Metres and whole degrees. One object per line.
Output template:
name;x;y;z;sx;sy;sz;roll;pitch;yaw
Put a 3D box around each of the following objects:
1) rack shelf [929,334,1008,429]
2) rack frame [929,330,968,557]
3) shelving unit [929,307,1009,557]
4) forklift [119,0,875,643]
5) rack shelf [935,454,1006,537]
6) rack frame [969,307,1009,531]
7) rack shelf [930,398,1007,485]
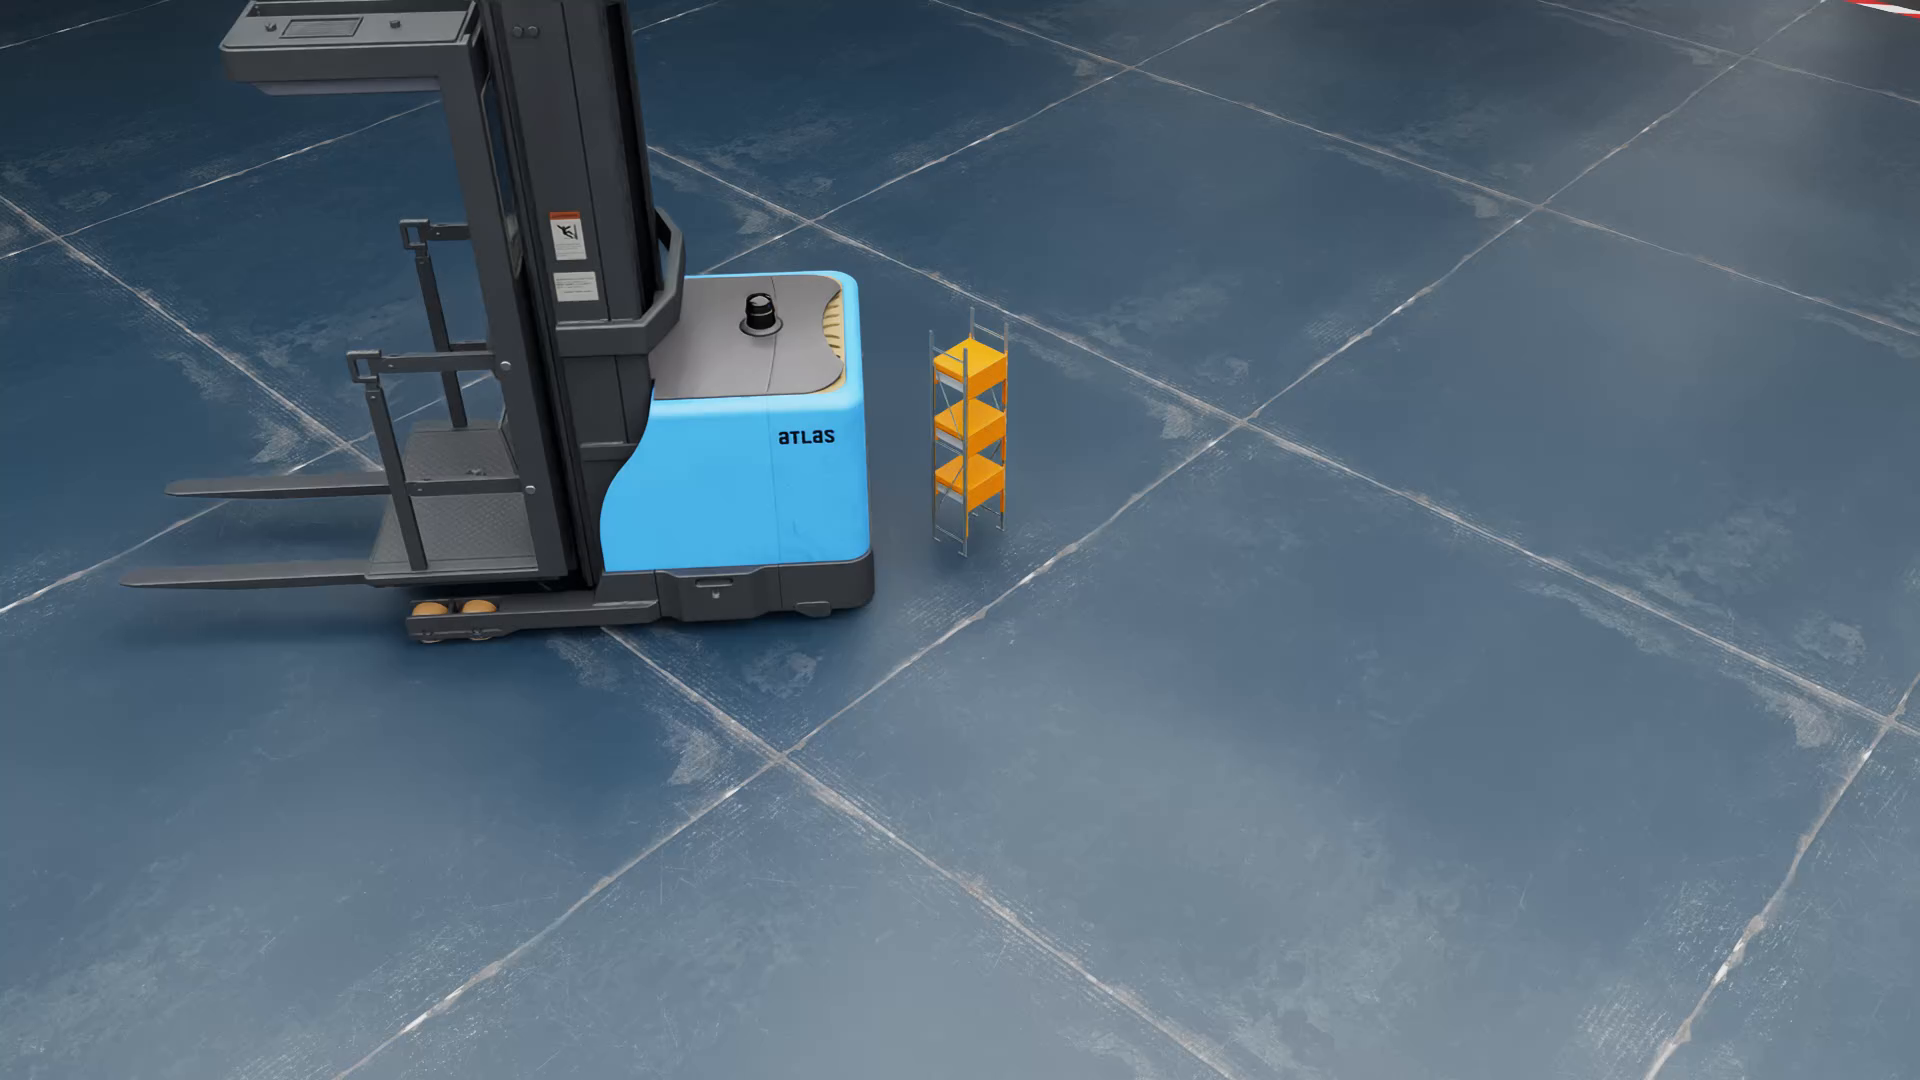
rack shelf;0.036;-0.649;6.784;0.215;0.259;0.240;30;47;32
rack frame;-0.046;-0.379;6.884;0.200;1.050;0.008;30;47;32
shelving unit;0.036;-0.436;6.954;0.215;1.050;0.252;30;47;32
forklift;-1.894;-1.075;6.246;3.031;2.935;1.130;-3;39;-3
rack shelf;0.036;-0.210;7.134;0.215;0.259;0.240;30;47;32
rack frame;0.118;-0.492;7.025;0.200;1.050;0.008;30;47;32
rack shelf;0.036;-0.427;6.961;0.215;0.259;0.240;30;47;32
